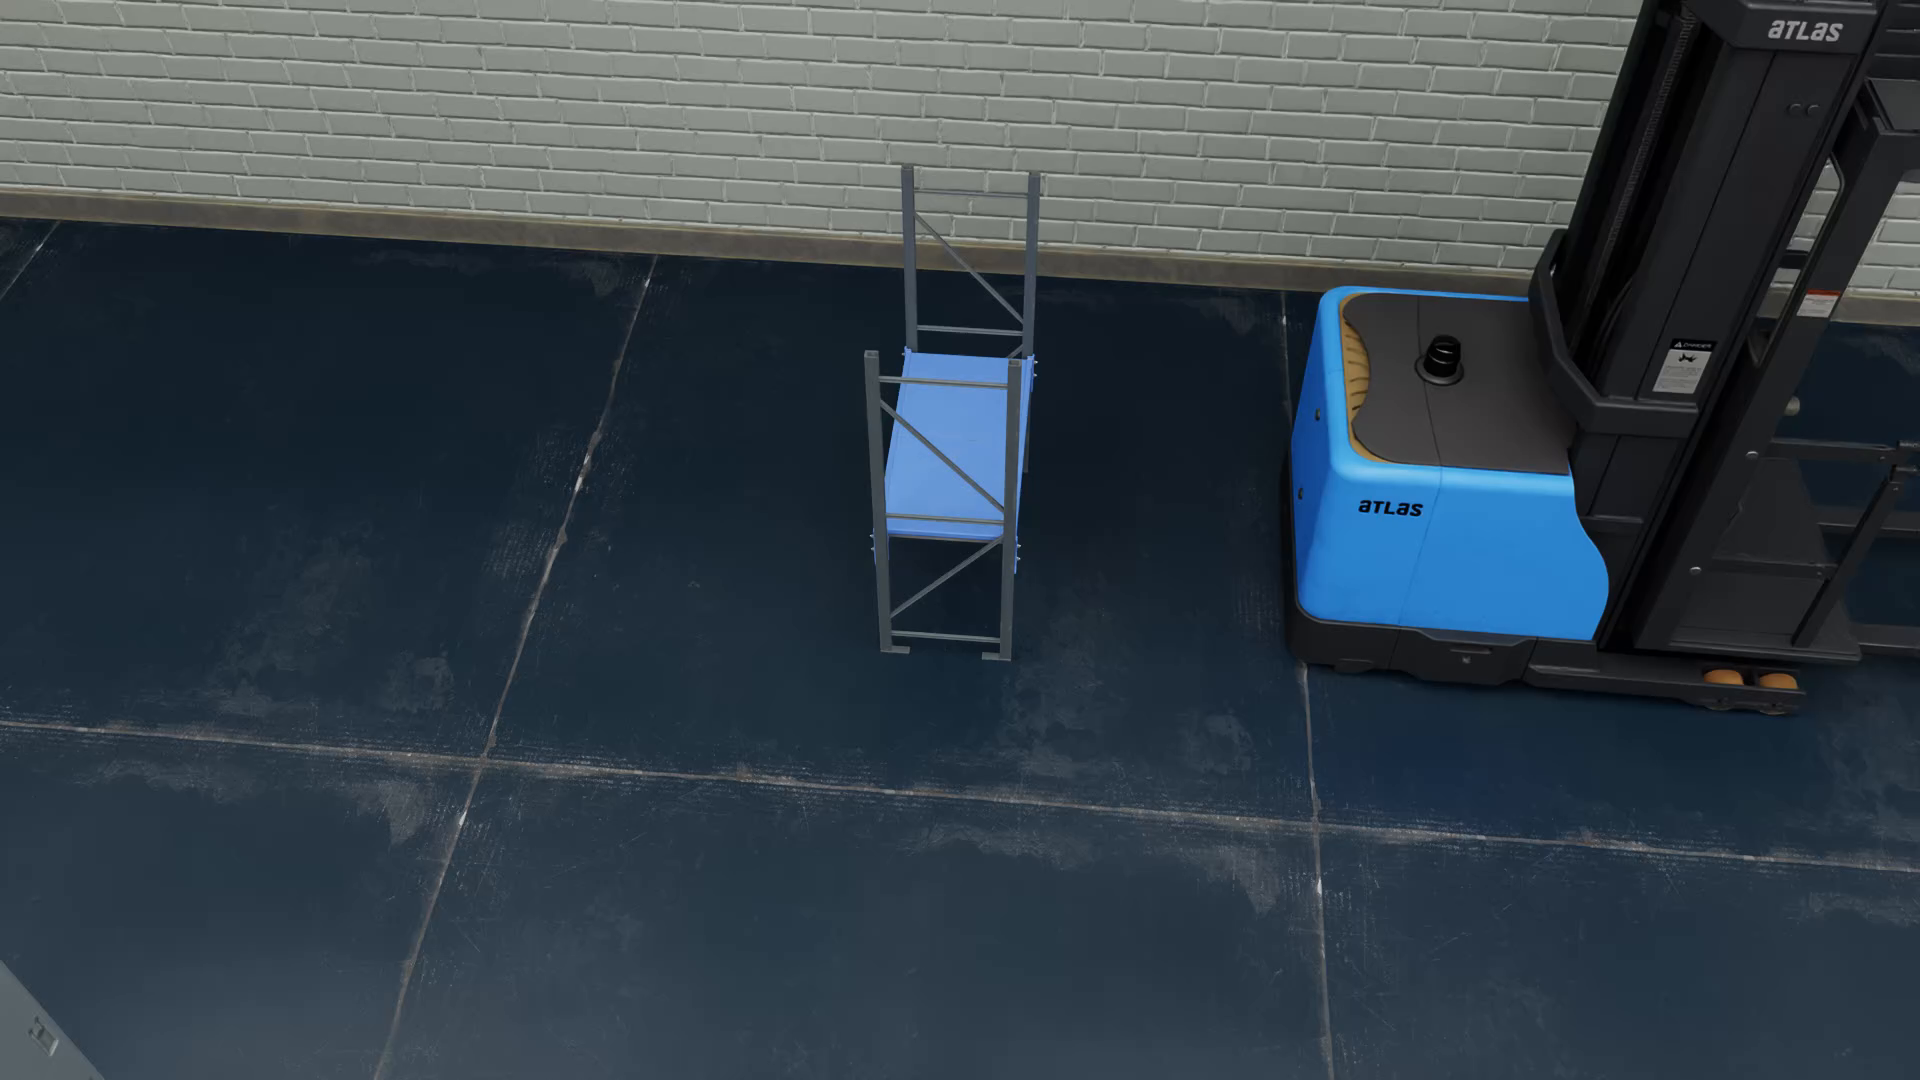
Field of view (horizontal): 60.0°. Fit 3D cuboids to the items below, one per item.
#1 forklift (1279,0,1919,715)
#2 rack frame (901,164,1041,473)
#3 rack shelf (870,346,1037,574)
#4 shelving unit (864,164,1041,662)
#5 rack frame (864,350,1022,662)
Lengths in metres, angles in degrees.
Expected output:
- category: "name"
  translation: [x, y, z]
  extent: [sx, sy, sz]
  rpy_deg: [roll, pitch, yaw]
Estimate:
- category: "forklift"
  translation: [2.789, -0.756, 5.481]
  extent: [3.031, 2.935, 1.130]
  rpy_deg: [4, 48, 4]
- category: "rack frame"
  translation: [0.039, -0.817, 6.507]
  extent: [0.500, 1.500, 0.032]
  rpy_deg: [4, 48, 4]
- category: "rack shelf"
  translation: [-0.008, -0.322, 6.298]
  extent: [0.538, 0.185, 1.000]
  rpy_deg: [4, 48, 4]
- category: "shelving unit"
  translation: [-0.008, -0.443, 6.165]
  extent: [0.538, 1.500, 1.048]
  rpy_deg: [4, 48, 4]
- category: "rack frame"
  translation: [-0.054, -0.070, 5.824]
  extent: [0.500, 1.500, 0.032]
  rpy_deg: [4, 48, 4]
